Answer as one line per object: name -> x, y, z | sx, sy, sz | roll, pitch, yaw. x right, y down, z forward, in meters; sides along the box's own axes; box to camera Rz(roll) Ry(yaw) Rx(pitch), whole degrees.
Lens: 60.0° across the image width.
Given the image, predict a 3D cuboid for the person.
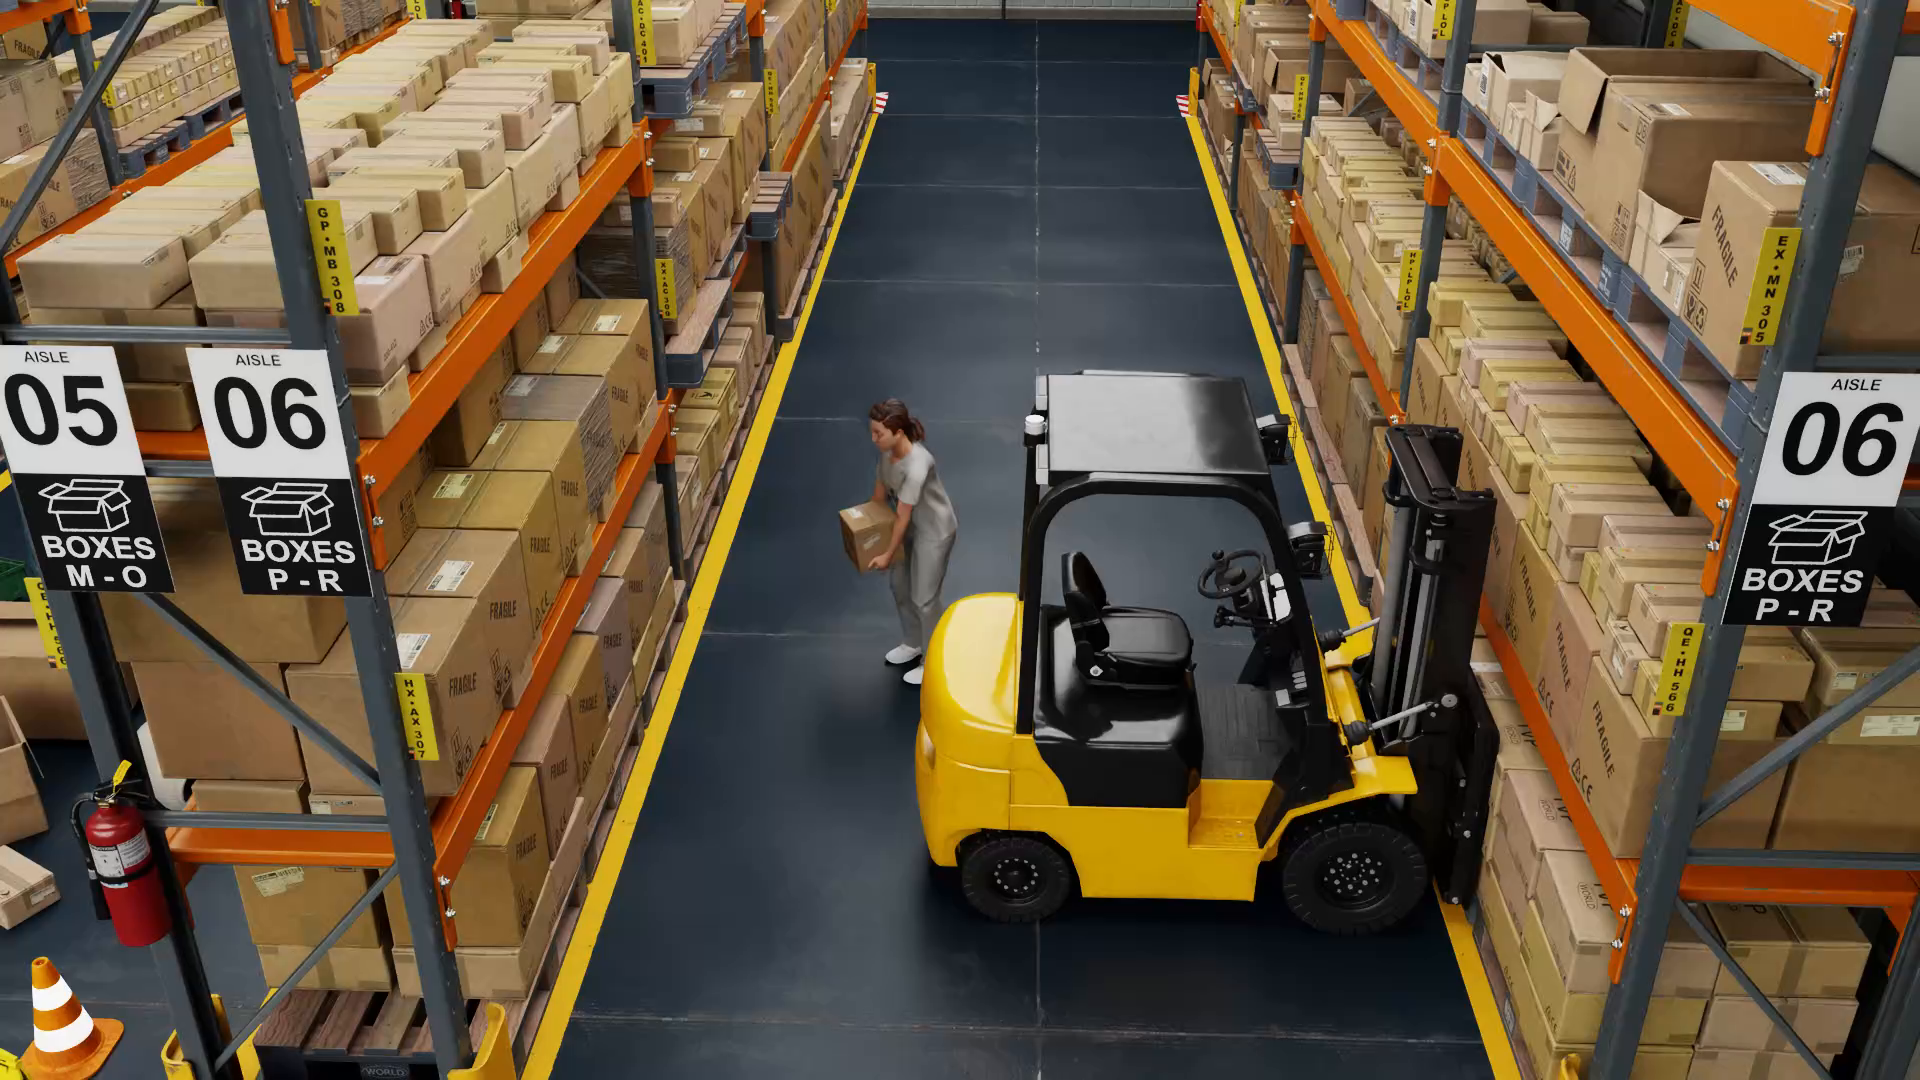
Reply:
person -> -0.285, -0.001, 8.678 | 0.543, 1.630, 0.417 | -14, 31, -25
